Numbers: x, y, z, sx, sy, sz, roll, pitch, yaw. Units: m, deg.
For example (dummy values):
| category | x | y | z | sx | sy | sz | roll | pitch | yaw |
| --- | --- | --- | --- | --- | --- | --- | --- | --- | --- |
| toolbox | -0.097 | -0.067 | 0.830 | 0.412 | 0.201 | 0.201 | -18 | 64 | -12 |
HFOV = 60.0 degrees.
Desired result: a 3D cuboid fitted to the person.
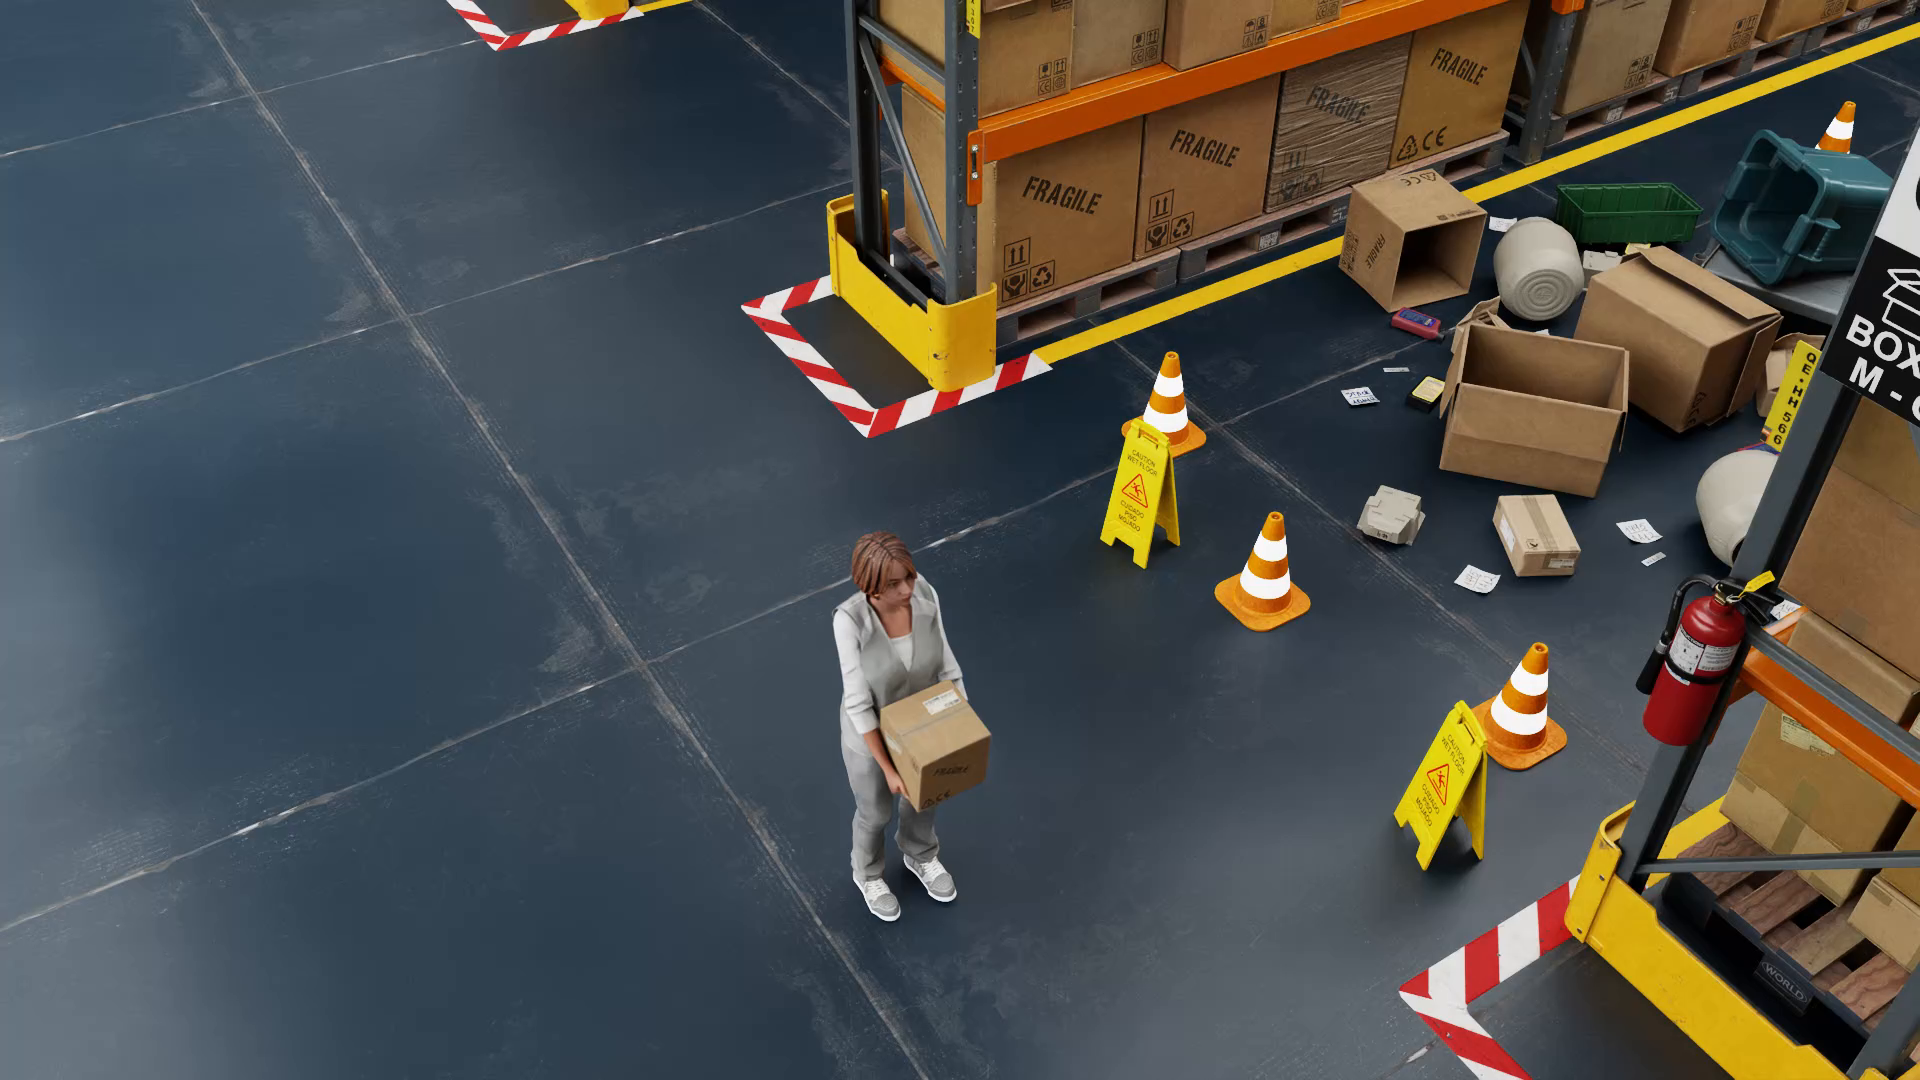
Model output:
| category | x | y | z | sx | sy | sz | roll | pitch | yaw |
| --- | --- | --- | --- | --- | --- | --- | --- | --- | --- |
| person | -0.174 | 0.667 | 5.413 | 0.405 | 1.595 | 0.490 | -22 | 46 | -23 |
